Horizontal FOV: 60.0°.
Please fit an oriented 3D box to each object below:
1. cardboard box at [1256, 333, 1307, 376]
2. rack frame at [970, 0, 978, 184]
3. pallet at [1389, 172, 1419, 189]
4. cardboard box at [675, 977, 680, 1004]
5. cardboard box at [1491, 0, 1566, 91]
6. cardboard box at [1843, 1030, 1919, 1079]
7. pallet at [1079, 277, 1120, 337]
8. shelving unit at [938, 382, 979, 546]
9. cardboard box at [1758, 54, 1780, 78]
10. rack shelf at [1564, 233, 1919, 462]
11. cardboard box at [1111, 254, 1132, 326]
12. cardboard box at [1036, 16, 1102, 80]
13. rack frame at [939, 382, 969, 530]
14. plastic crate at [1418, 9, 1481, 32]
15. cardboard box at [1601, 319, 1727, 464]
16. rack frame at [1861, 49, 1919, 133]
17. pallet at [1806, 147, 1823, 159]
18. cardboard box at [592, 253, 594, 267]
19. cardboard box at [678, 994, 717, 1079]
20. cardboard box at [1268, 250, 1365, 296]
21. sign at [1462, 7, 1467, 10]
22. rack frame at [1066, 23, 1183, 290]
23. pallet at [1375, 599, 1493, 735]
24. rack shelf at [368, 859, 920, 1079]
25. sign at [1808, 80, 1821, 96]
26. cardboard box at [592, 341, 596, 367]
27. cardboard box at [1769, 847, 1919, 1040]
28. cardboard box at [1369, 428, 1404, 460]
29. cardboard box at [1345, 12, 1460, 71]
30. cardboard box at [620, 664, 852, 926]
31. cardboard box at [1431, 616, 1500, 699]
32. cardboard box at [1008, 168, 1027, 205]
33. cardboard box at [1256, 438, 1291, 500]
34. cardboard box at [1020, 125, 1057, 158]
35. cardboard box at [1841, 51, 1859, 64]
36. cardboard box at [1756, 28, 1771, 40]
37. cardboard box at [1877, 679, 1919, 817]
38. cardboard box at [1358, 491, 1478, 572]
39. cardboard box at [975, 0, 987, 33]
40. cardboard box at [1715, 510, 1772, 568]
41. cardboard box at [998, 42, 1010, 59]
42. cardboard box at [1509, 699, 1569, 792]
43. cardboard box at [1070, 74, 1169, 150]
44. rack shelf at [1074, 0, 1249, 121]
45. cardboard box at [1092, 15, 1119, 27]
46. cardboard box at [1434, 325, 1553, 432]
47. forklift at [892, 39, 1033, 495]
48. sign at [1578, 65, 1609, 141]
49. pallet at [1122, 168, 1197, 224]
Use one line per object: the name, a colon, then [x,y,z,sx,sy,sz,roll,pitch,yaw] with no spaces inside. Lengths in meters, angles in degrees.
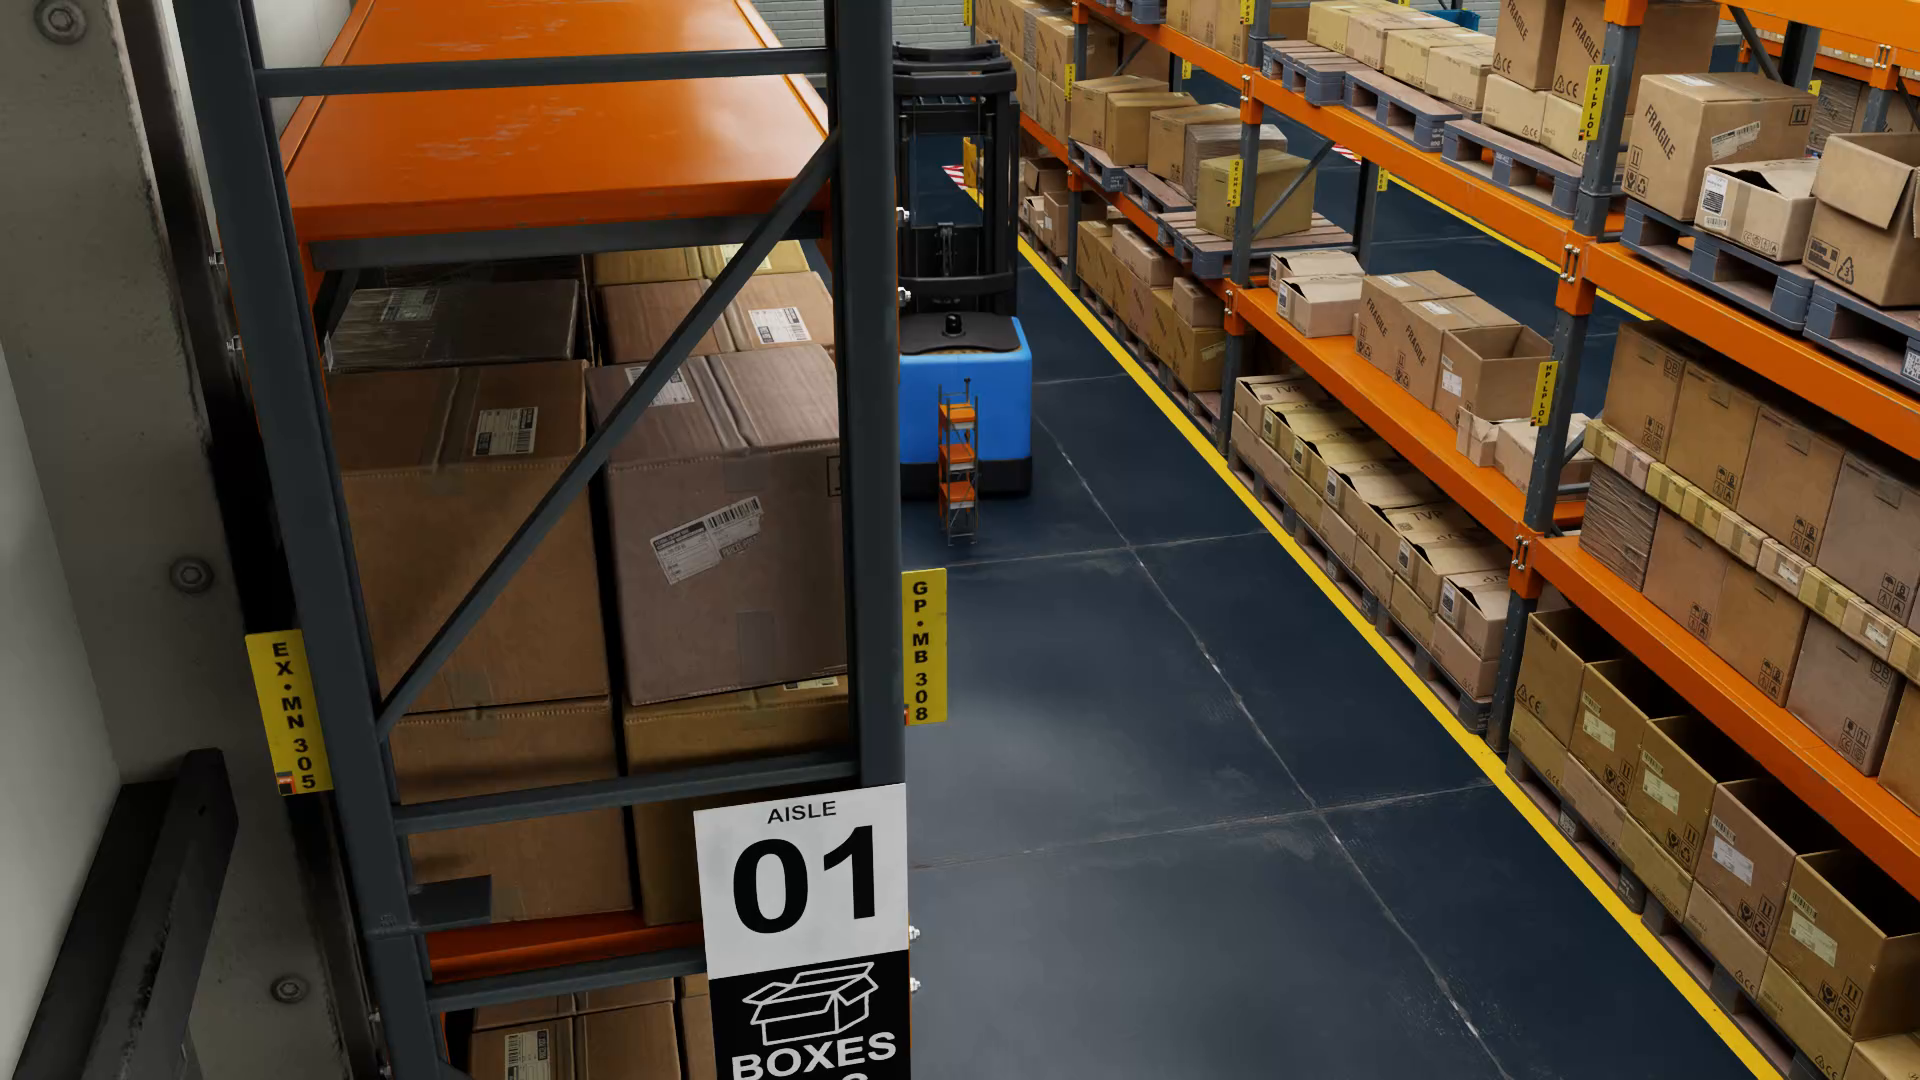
cardboard box: [2.596,-1.340,12.709,0.500,0.500,0.500,-5,27,-9]
rack frame: [0.617,-5.543,18.749,1.000,3.000,0.127,-6,27,-12]
pallet: [5.592,-4.433,19.646,1.003,0.211,1.213,-6,27,-12]
cardboard box: [-0.643,1.347,5.244,0.500,0.250,0.500,-6,27,-12]
cardboard box: [3.070,-2.592,8.441,0.500,0.500,0.500,-3,27,-7]
cardboard box: [3.690,2.098,6.197,0.500,0.250,0.500,-6,27,-12]
pallet: [1.739,-2.189,15.199,1.003,0.211,1.213,-6,27,-12]
shelving unit: [-0.012,-0.492,10.906,0.215,1.050,0.252,-6,27,-12]
cardboard box: [10.492,-5.513,20.583,0.875,0.875,0.875,-6,27,-12]
rack shelf: [3.773,-0.415,6.059,1.077,0.370,4.000,-6,27,-12]
cardboard box: [1.627,-2.177,14.367,0.500,0.500,0.500,-6,27,-11]
cardboard box: [1.035,-4.698,15.855,0.500,0.500,0.500,-6,27,-13]
rack frame: [-0.040,-0.546,11.013,0.200,1.050,0.008,-6,27,-12]
plastic crate: [5.702,-5.959,19.467,0.616,0.435,0.499,-6,27,-12]
cardboard box: [3.428,-0.704,7.612,0.700,0.500,0.500,-6,27,-11]
rack frame: [7.247,-2.532,12.784,1.000,3.000,0.127,-6,27,-12]
pallet: [10.798,-4.425,19.629,1.003,0.211,1.213,-6,27,-12]
cardboard box: [-0.865,-0.949,5.076,0.500,0.500,0.500,-7,28,-13]
cardboard box: [-0.417,1.469,4.169,0.500,0.500,0.500,-6,27,-12]
cardboard box: [2.460,-1.827,11.486,0.500,0.311,0.500,-4,27,-8]
sign: [5.977,-6.180,19.830,0.100,0.325,0.005,-6,27,-12]
rack frame: [1.519,-3.787,15.270,1.000,3.000,0.127,-6,27,-12]
pallet: [3.118,0.651,9.573,1.003,0.211,1.213,-6,27,-12]
rack shelf: [-1.053,0.090,5.059,1.077,0.370,4.000,-6,27,-12]
sign: [3.862,-1.937,7.615,0.100,0.325,0.005,-6,27,-12]
cardboard box: [-1.298,-0.247,4.796,0.500,0.500,0.500,-4,27,-8]
cardboard box: [3.573,1.544,6.462,0.500,0.500,0.500,-6,27,-12]
cardboard box: [3.013,-0.587,10.893,0.500,0.311,0.500,-6,27,-12]
cardboard box: [2.713,-3.069,10.219,0.500,0.250,0.500,-5,27,-10]
cardboard box: [-0.434,0.421,3.471,0.500,0.500,0.500,-5,27,-10]
cardboard box: [2.946,0.613,9.139,0.500,0.250,0.500,-6,27,-12]
cardboard box: [0.689,-3.805,17.870,0.500,0.250,0.500,-6,27,-12]
cardboard box: [2.366,-0.510,11.364,0.500,0.250,0.500,-7,28,-13]
cardboard box: [0.980,-4.410,18.790,0.500,0.500,0.500,-6,27,-12]
cardboard box: [10.376,-5.571,19.083,0.380,0.149,0.250,-7,28,-13]
cardboard box: [10.028,-6.246,20.420,0.380,0.149,0.250,-6,27,-11]
cardboard box: [3.901,0.782,6.108,0.700,0.500,0.500,-6,27,-11]
cardboard box: [2.718,-0.081,9.891,0.500,0.311,0.500,-6,27,-12]
cardboard box: [0.461,-5.812,18.062,0.500,0.500,0.500,-5,27,-10]
cardboard box: [3.425,-0.023,6.982,0.380,0.149,0.250,-7,28,-13]
cardboard box: [0.692,-4.919,17.403,0.500,0.500,0.500,-6,27,-12]
cardboard box: [3.131,1.000,8.373,0.500,0.250,0.500,-6,27,-12]
cardboard box: [1.408,-3.788,14.696,0.700,0.500,0.500,-16,31,-29]
rack shelf: [1.970,-3.927,13.017,1.077,0.370,4.000,-6,27,-12]
cardboard box: [1.570,-4.740,15.937,0.500,0.500,0.500,-7,28,-13]
cardboard box: [3.046,-0.890,9.419,0.500,0.500,0.500,-4,27,-8]
forklift: [-0.147,-2.249,12.300,1.130,2.935,3.031,-2,27,-5]
sign: [2.795,-1.926,7.331,0.100,0.325,0.005,-6,27,-12]
pallet: [1.978,-2.798,13.525,1.003,0.211,1.213,-6,27,-12]
